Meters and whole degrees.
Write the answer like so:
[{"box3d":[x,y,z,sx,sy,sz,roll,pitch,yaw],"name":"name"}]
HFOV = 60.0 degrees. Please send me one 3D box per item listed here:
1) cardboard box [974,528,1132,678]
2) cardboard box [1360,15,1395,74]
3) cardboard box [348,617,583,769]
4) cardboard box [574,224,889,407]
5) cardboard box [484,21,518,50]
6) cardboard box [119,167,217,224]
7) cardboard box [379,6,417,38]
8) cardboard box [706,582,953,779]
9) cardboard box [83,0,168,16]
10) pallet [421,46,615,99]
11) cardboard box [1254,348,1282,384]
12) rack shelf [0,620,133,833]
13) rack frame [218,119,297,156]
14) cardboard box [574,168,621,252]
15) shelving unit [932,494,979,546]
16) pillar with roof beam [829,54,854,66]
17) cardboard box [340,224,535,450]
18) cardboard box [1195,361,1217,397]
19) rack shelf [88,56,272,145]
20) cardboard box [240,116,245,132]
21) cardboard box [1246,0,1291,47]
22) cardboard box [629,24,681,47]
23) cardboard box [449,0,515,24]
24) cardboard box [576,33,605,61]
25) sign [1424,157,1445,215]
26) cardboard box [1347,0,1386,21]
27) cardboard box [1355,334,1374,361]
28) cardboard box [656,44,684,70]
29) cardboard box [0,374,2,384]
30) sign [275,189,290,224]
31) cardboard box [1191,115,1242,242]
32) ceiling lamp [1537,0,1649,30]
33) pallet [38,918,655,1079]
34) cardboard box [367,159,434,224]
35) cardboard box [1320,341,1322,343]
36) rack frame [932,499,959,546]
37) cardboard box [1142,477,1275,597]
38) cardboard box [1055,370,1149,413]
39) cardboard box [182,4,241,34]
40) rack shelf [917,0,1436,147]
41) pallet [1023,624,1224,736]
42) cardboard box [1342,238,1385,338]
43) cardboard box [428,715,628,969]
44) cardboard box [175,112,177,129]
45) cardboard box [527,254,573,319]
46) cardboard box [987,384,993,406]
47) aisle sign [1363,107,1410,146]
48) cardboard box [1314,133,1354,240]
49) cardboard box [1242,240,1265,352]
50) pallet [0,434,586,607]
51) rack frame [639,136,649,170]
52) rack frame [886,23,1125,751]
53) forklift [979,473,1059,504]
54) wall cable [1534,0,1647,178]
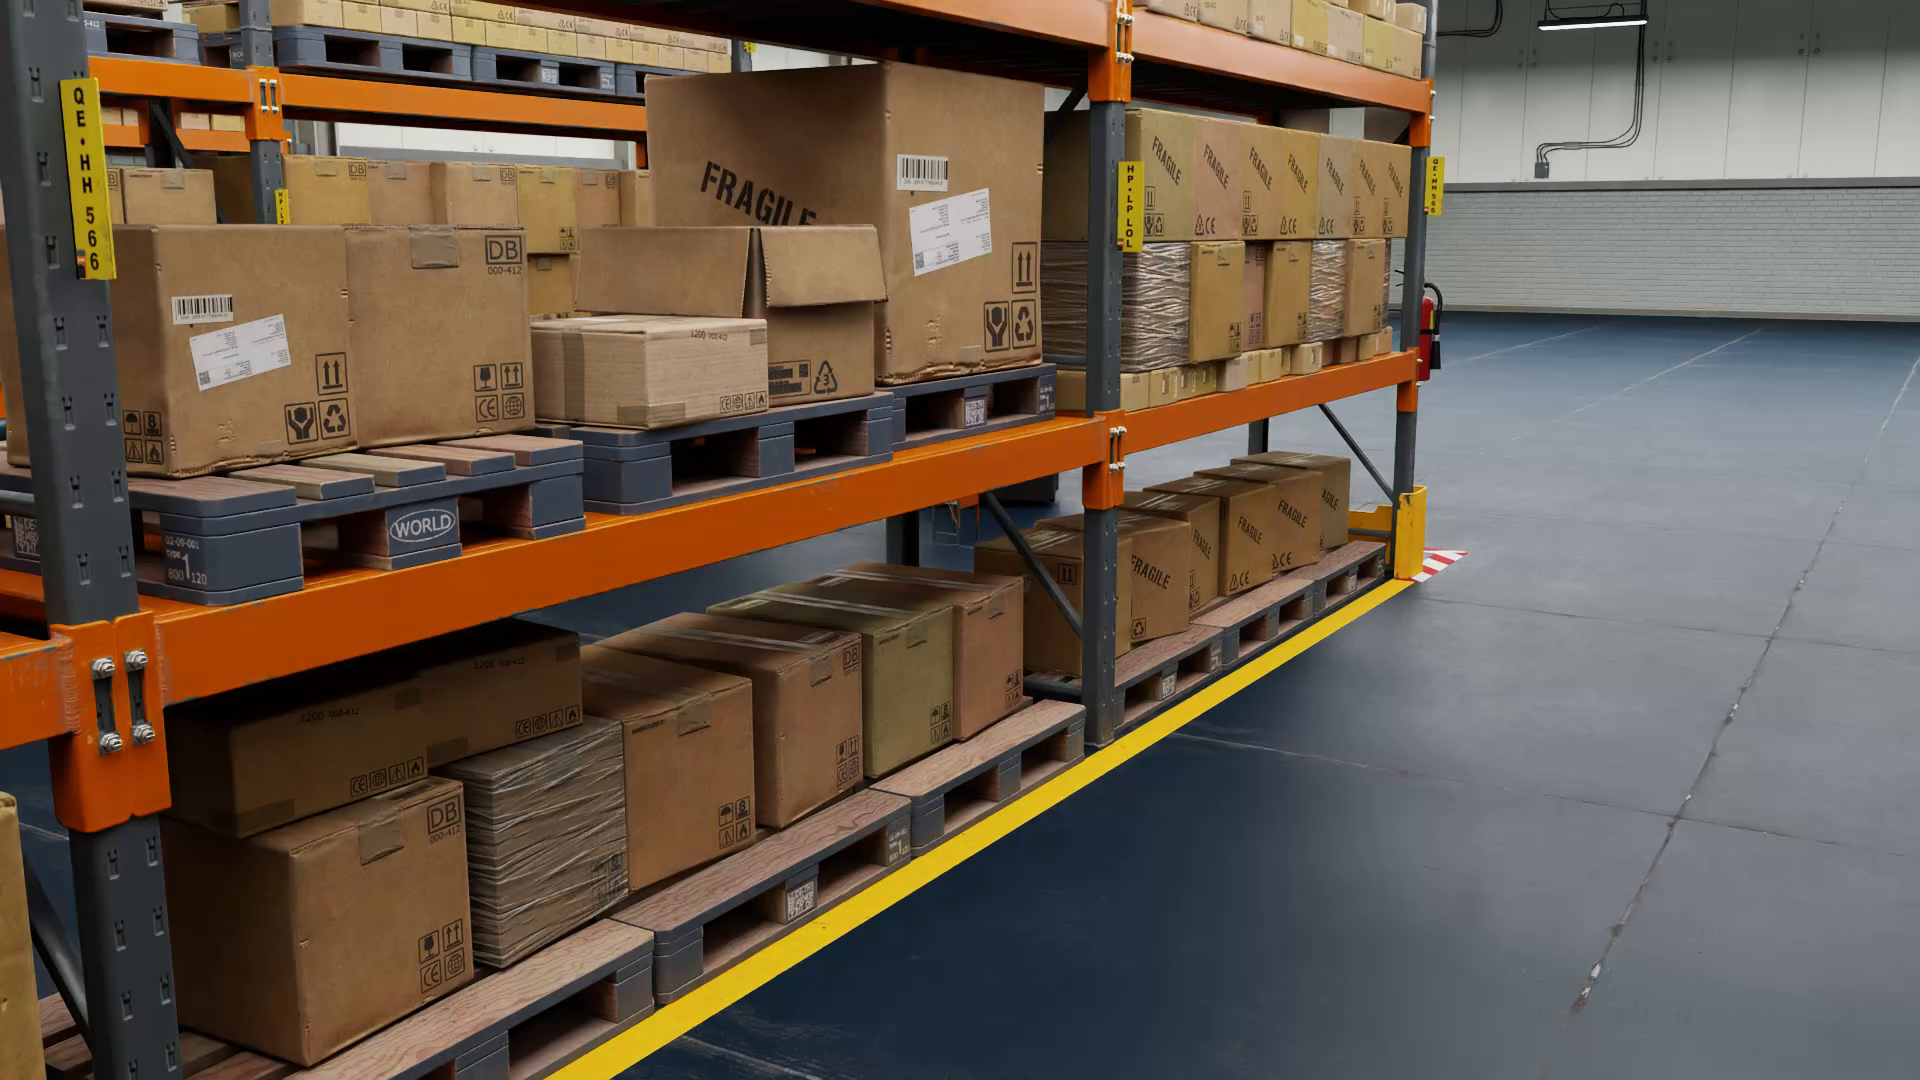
[{"box3d":[0.394,0.253,7.018,0.500,0.500,0.500,6,12,29],"name":"cardboard box"},{"box3d":[1.939,-2.561,8.653,0.500,0.250,0.500,6,12,31],"name":"cardboard box"},{"box3d":[-1.336,0.370,4.300,0.500,0.250,0.500,8,13,37],"name":"cardboard box"},{"box3d":[-0.669,-0.686,4.959,0.797,0.503,0.637,8,13,36],"name":"cardboard box"},{"box3d":[-2.896,-3.032,10.029,0.380,0.149,0.250,6,12,31],"name":"cardboard box"},{"box3d":[-4.287,-1.662,8.605,0.700,0.500,0.500,6,12,30],"name":"cardboard box"},{"box3d":[-3.292,-2.911,9.386,0.380,0.149,0.250,6,12,31],"name":"cardboard box"},{"box3d":[-0.449,0.470,5.804,0.700,0.500,0.500,6,12,30],"name":"cardboard box"},{"box3d":[-4.265,-2.730,8.142,0.500,0.250,0.500,7,12,31],"name":"cardboard box"},{"box3d":[-2.967,-2.950,10.562,1.003,0.211,1.213,6,12,31],"name":"pallet"},{"box3d":[1.288,-0.829,7.828,0.380,0.149,0.250,6,12,31],"name":"cardboard box"},{"box3d":[-2.963,0.587,1.536,1.077,0.370,4.000,6,12,31],"name":"rack shelf"},{"box3d":[-6.241,-2.286,14.928,1.000,3.000,0.127,6,12,31],"name":"rack frame"},{"box3d":[-2.797,-2.208,11.172,0.875,0.550,0.550,6,12,31],"name":"cardboard box"},{"box3d":[-0.028,-0.508,10.727,0.215,1.050,0.252,6,12,31],"name":"shelving unit"},{"box3d":[1.407,-8.105,29.705,9.100,9.000,0.548,6,12,31],"name":"pillar with roof beam"},{"box3d":[-1.474,-0.523,4.097,0.700,0.500,0.500,9,14,39],"name":"cardboard box"},{"box3d":[0.889,-0.712,7.203,0.380,0.149,0.250,6,12,31],"name":"cardboard box"},{"box3d":[-5.073,-2.006,7.237,1.077,0.370,4.000,6,12,31],"name":"rack shelf"},{"box3d":[-6.187,-3.554,14.233,0.380,0.149,0.250,6,12,31],"name":"cardboard box"},{"box3d":[1.142,-2.318,7.355,0.500,0.250,0.500,6,12,28],"name":"cardboard box"},{"box3d":[-2.234,-3.449,11.176,0.500,0.250,0.500,6,12,31],"name":"cardboard box"},{"box3d":[-3.019,-3.211,9.906,0.500,0.250,0.500,6,12,30],"name":"cardboard box"},{"box3d":[-2.501,-3.151,10.667,0.380,0.149,0.250,6,12,31],"name":"cardboard box"},{"box3d":[2.693,-2.008,9.435,0.100,0.325,0.005,6,12,31],"name":"sign"},{"box3d":[1.957,-2.737,8.512,0.380,0.149,0.250,6,12,31],"name":"cardboard box"},{"box3d":[2.041,-1.068,9.103,0.380,0.149,0.250,6,12,31],"name":"cardboard box"},{"box3d":[-2.105,-3.271,11.307,0.380,0.149,0.250,7,12,32],"name":"cardboard box"},{"box3d":[-4.602,-0.983,7.694,0.500,0.500,0.500,7,12,31],"name":"cardboard box"},{"box3d":[-3.566,-1.680,8.759,0.100,0.325,0.005,6,12,31],"name":"sign"},{"box3d":[0.861,-1.522,7.051,0.500,0.500,0.500,6,12,31],"name":"cardboard box"},{"box3d":[12.327,-11.505,32.005,2.000,3.185,0.800,6,12,31],"name":"ceiling lamp"},{"box3d":[-1.518,1.167,4.063,1.003,0.211,1.213,6,12,31],"name":"pallet"},{"box3d":[-3.628,-1.957,9.827,0.875,0.550,0.550,6,12,31],"name":"cardboard box"},{"box3d":[1.622,-0.953,8.491,0.380,0.149,0.250,6,12,31],"name":"cardboard box"},{"box3d":[-0.091,-0.488,10.625,0.200,1.050,0.008,6,12,31],"name":"rack frame"},{"box3d":[1.268,-0.026,8.510,0.500,0.500,0.500,8,13,36],"name":"cardboard box"},{"box3d":[0.521,-0.592,6.561,0.380,0.149,0.250,6,12,31],"name":"cardboard box"},{"box3d":[-4.119,-2.894,9.295,0.380,0.149,0.250,6,12,30],"name":"cardboard box"},{"box3d":[1.190,-2.146,7.981,1.077,0.370,4.000,6,12,31],"name":"rack shelf"},{"box3d":[0.470,0.551,7.350,1.003,0.211,1.213,6,12,31],"name":"pallet"},{"box3d":[1.763,-1.361,8.905,0.875,0.500,0.500,6,12,31],"name":"cardboard box"},{"box3d":[-1.317,0.736,4.386,0.700,0.500,0.500,5,12,26],"name":"cardboard box"},{"box3d":[-6.644,-3.440,13.622,0.380,0.149,0.250,6,12,31],"name":"cardboard box"},{"box3d":[-3.017,-1.588,10.793,0.875,0.550,0.500,6,12,31],"name":"cardboard box"},{"box3d":[0.012,-0.649,6.864,0.380,0.149,0.250,6,12,31],"name":"cardboard box"},{"box3d":[2.517,-2.598,9.531,0.394,0.787,0.004,6,12,31],"name":"aisle sign"},{"box3d":[1.638,-1.758,8.313,0.500,0.500,0.500,6,12,31],"name":"cardboard box"},{"box3d":[0.902,-1.134,7.694,0.875,0.500,0.500,6,12,31],"name":"cardboard box"},{"box3d":[-1.646,-0.109,3.821,1.213,0.211,1.003,6,12,31],"name":"pallet"},{"box3d":[-1.958,-1.829,12.487,1.000,3.000,0.127,6,12,31],"name":"rack frame"},{"box3d":[0.152,-0.710,6.511,1.000,3.000,0.127,6,12,31],"name":"rack frame"},{"box3d":[0.197,-1.933,13.231,1.130,2.935,3.031,0,11,1],"name":"forklift"},{"box3d":[14.723,-11.502,38.612,2.305,6.003,0.169,6,12,31],"name":"wall cable"}]
